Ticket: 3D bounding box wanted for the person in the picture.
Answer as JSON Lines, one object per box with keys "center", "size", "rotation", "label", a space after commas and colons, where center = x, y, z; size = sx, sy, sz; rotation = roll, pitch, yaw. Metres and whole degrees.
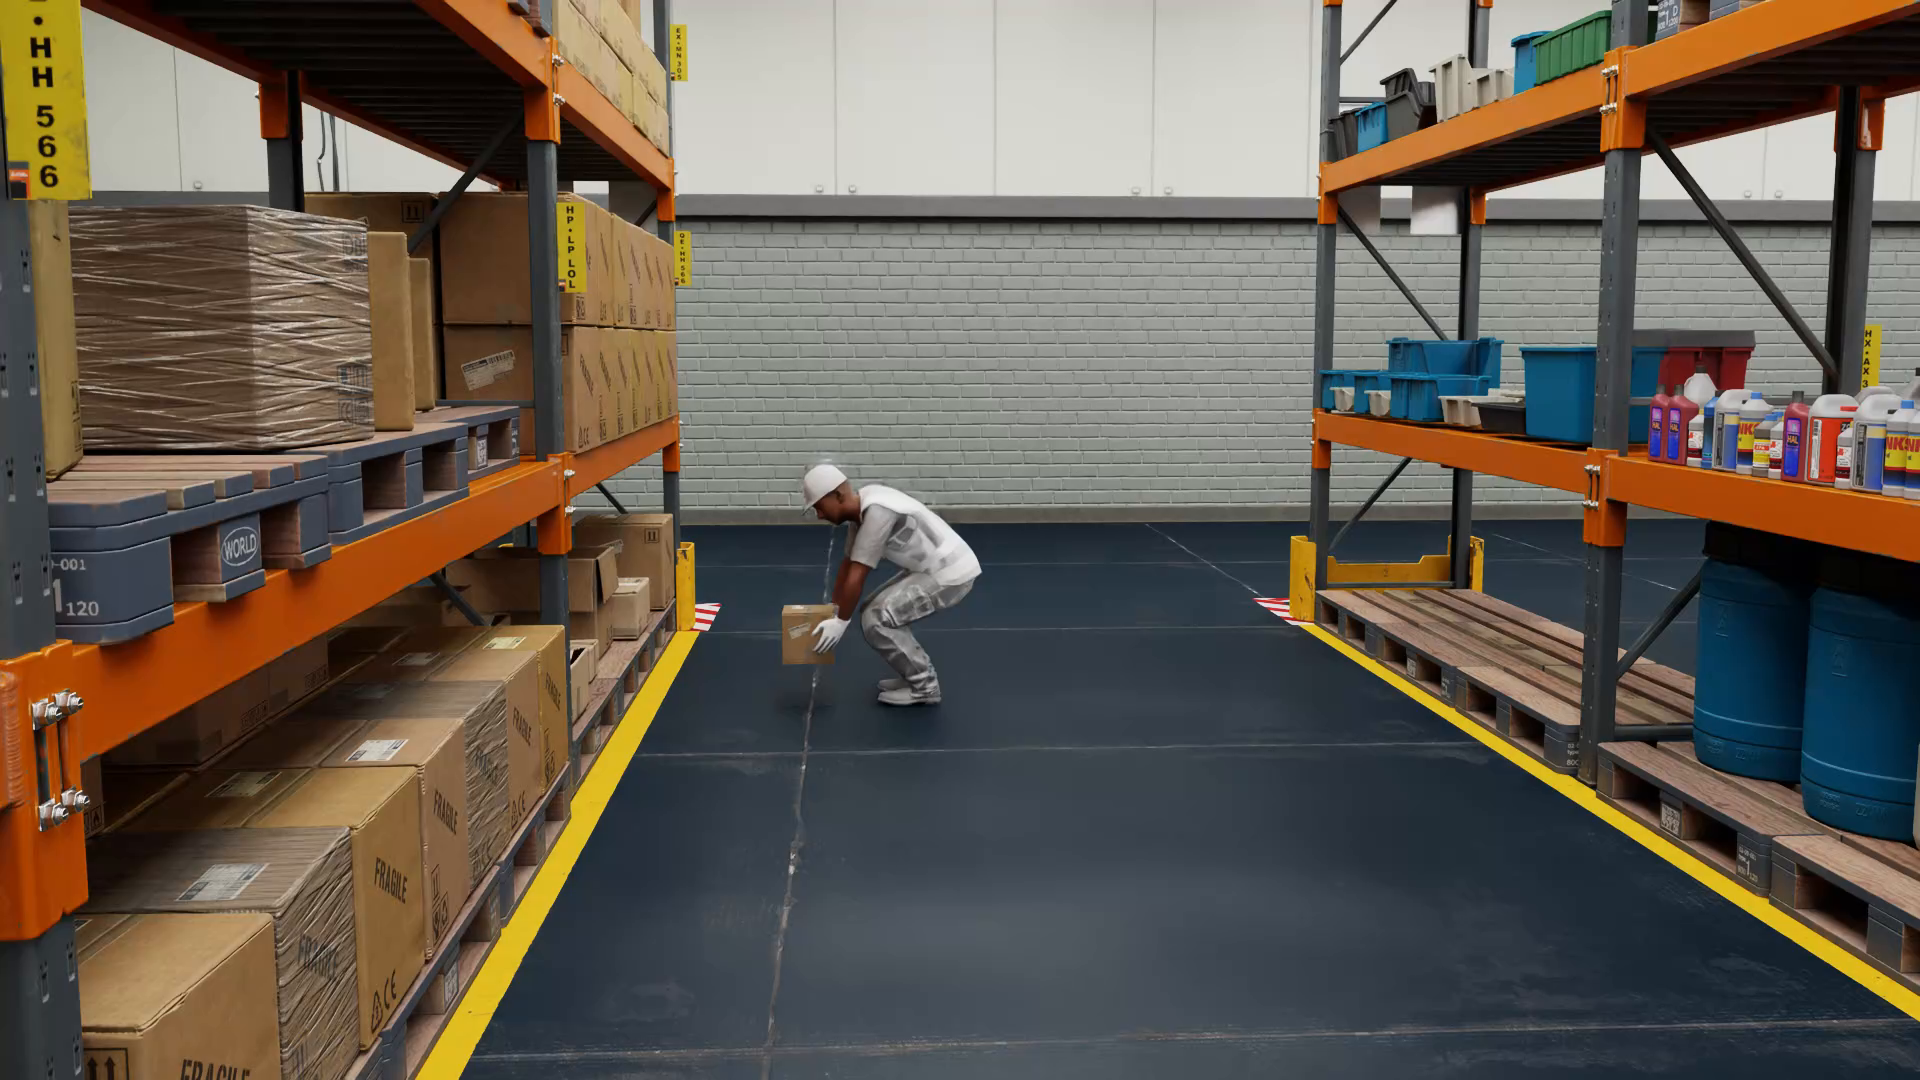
{"center": [-0.326, 0.212, 8.040], "size": [0.858, 1.157, 0.593], "rotation": [0, 7, -4], "label": "person"}
